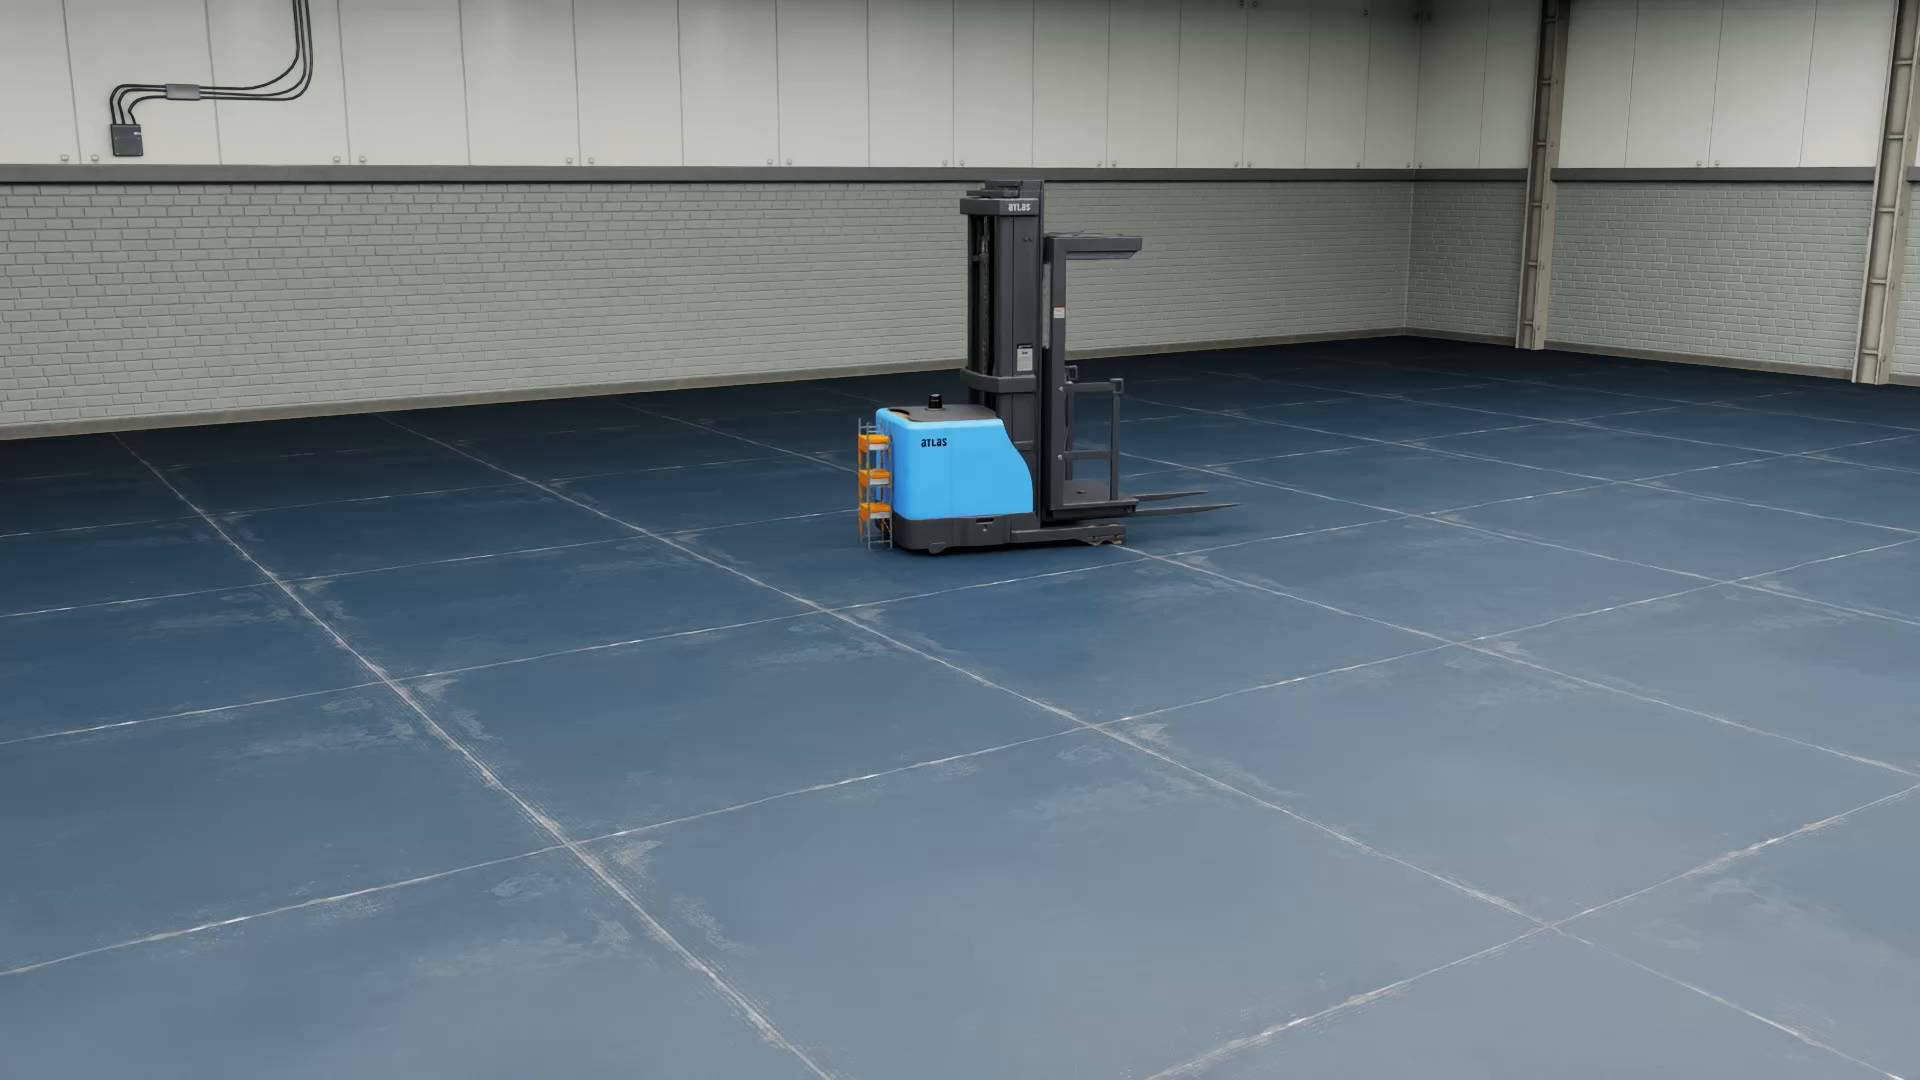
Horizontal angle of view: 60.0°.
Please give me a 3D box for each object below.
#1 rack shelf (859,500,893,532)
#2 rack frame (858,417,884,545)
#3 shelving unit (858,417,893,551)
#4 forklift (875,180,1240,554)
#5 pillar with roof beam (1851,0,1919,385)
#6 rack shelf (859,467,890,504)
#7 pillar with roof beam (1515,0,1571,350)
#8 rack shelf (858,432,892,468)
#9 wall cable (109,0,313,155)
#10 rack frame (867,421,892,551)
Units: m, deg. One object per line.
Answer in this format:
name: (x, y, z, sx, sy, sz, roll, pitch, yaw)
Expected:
rack shelf: (-0.686, -0.172, 13.542, 0.215, 0.259, 0.240, -4, 13, -19)
rack frame: (-0.726, -0.479, 13.593, 0.200, 1.050, 0.008, -4, 13, -19)
shelving unit: (-0.686, -0.454, 13.480, 0.215, 1.050, 0.252, -4, 13, -19)
forklift: (0.859, -1.488, 13.804, 3.031, 2.935, 1.130, -4, 13, -18)
pillar with roof beam: (9.784, -6.197, 21.133, 9.100, 9.000, 0.400, -8, 15, -33)
rack shelf: (-0.686, -0.444, 13.482, 0.215, 0.259, 0.240, -4, 13, -19)
pillar with roof beam: (6.459, -7.264, 26.013, 9.100, 9.000, 0.400, -8, 15, -33)
rack shelf: (-0.686, -0.721, 13.422, 0.215, 0.259, 0.240, -4, 13, -19)
wall cable: (-8.800, -7.507, 19.167, 2.305, 6.003, 0.169, -8, 15, -33)
rack frame: (-0.646, -0.429, 13.367, 0.200, 1.050, 0.008, -4, 13, -19)
